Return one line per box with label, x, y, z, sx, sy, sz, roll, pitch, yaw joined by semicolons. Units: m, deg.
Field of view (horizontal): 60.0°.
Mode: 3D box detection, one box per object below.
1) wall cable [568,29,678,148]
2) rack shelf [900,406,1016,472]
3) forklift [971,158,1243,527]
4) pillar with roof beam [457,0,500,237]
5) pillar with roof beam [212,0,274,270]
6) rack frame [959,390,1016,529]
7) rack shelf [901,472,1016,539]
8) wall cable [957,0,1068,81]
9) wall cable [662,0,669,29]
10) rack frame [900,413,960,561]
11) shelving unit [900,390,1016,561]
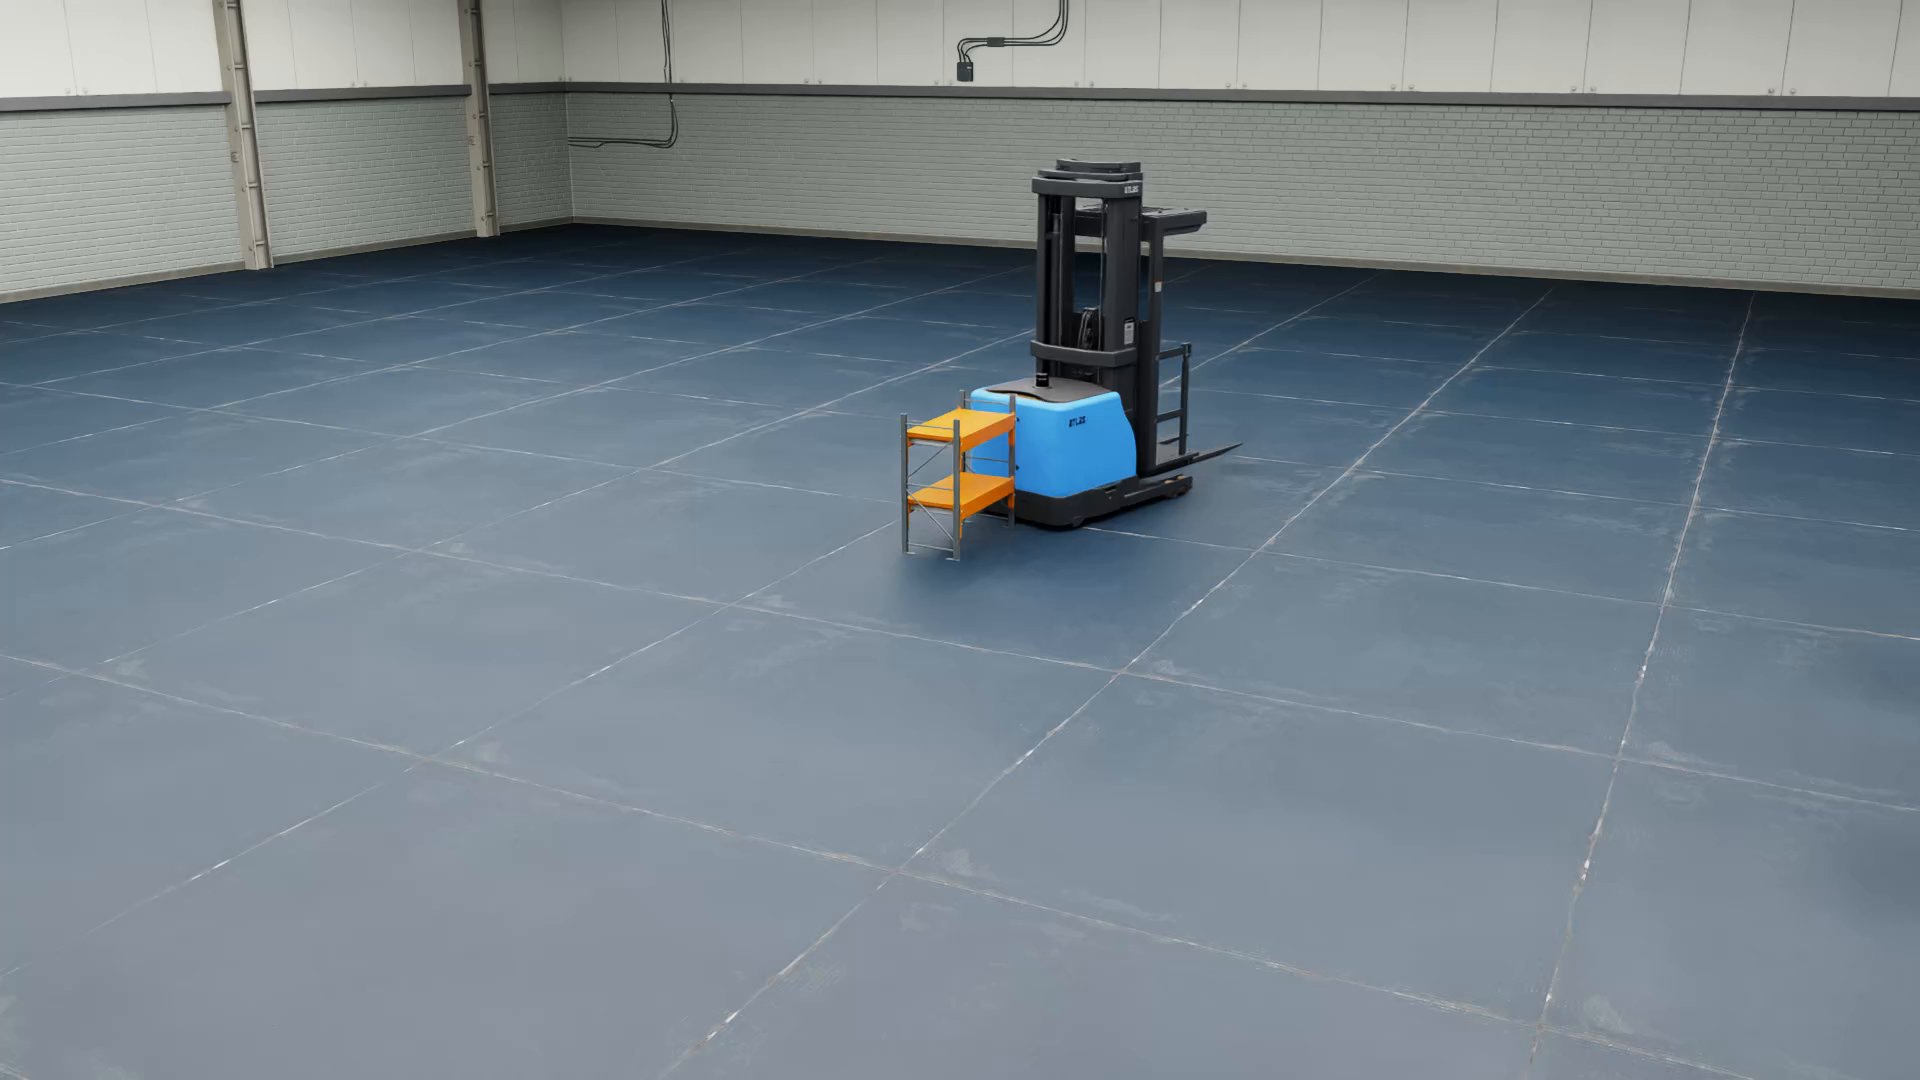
wall cable;-7.498;-9.854;36.349;3.097;2.526;0.112;8;18;25
rack shelf;-0.003;-0.818;13.275;0.538;0.278;1.000;8;18;25
forklift;1.436;-1.860;14.637;1.130;2.935;3.031;14;22;40
pillar with roof beam;-6.146;-10.212;32.102;9.100;9.000;0.400;8;18;25
pillar with roof beam;-8.827;-8.684;26.957;9.100;9.000;0.400;8;18;25
rack frame;0.224;-0.667;13.794;0.500;1.125;0.032;8;18;25
rack shelf;-0.003;-0.303;13.428;0.538;0.278;1.000;8;18;25
wall cable;0.988;-11.761;31.342;2.305;6.003;0.169;8;18;25
wall cable;-5.078;-11.930;34.471;3.097;2.526;0.112;8;18;25
rack frame;-0.230;-0.408;12.922;0.500;1.125;0.032;8;18;25
shelving unit;-0.003;-0.537;13.358;0.538;1.125;1.048;8;18;25
